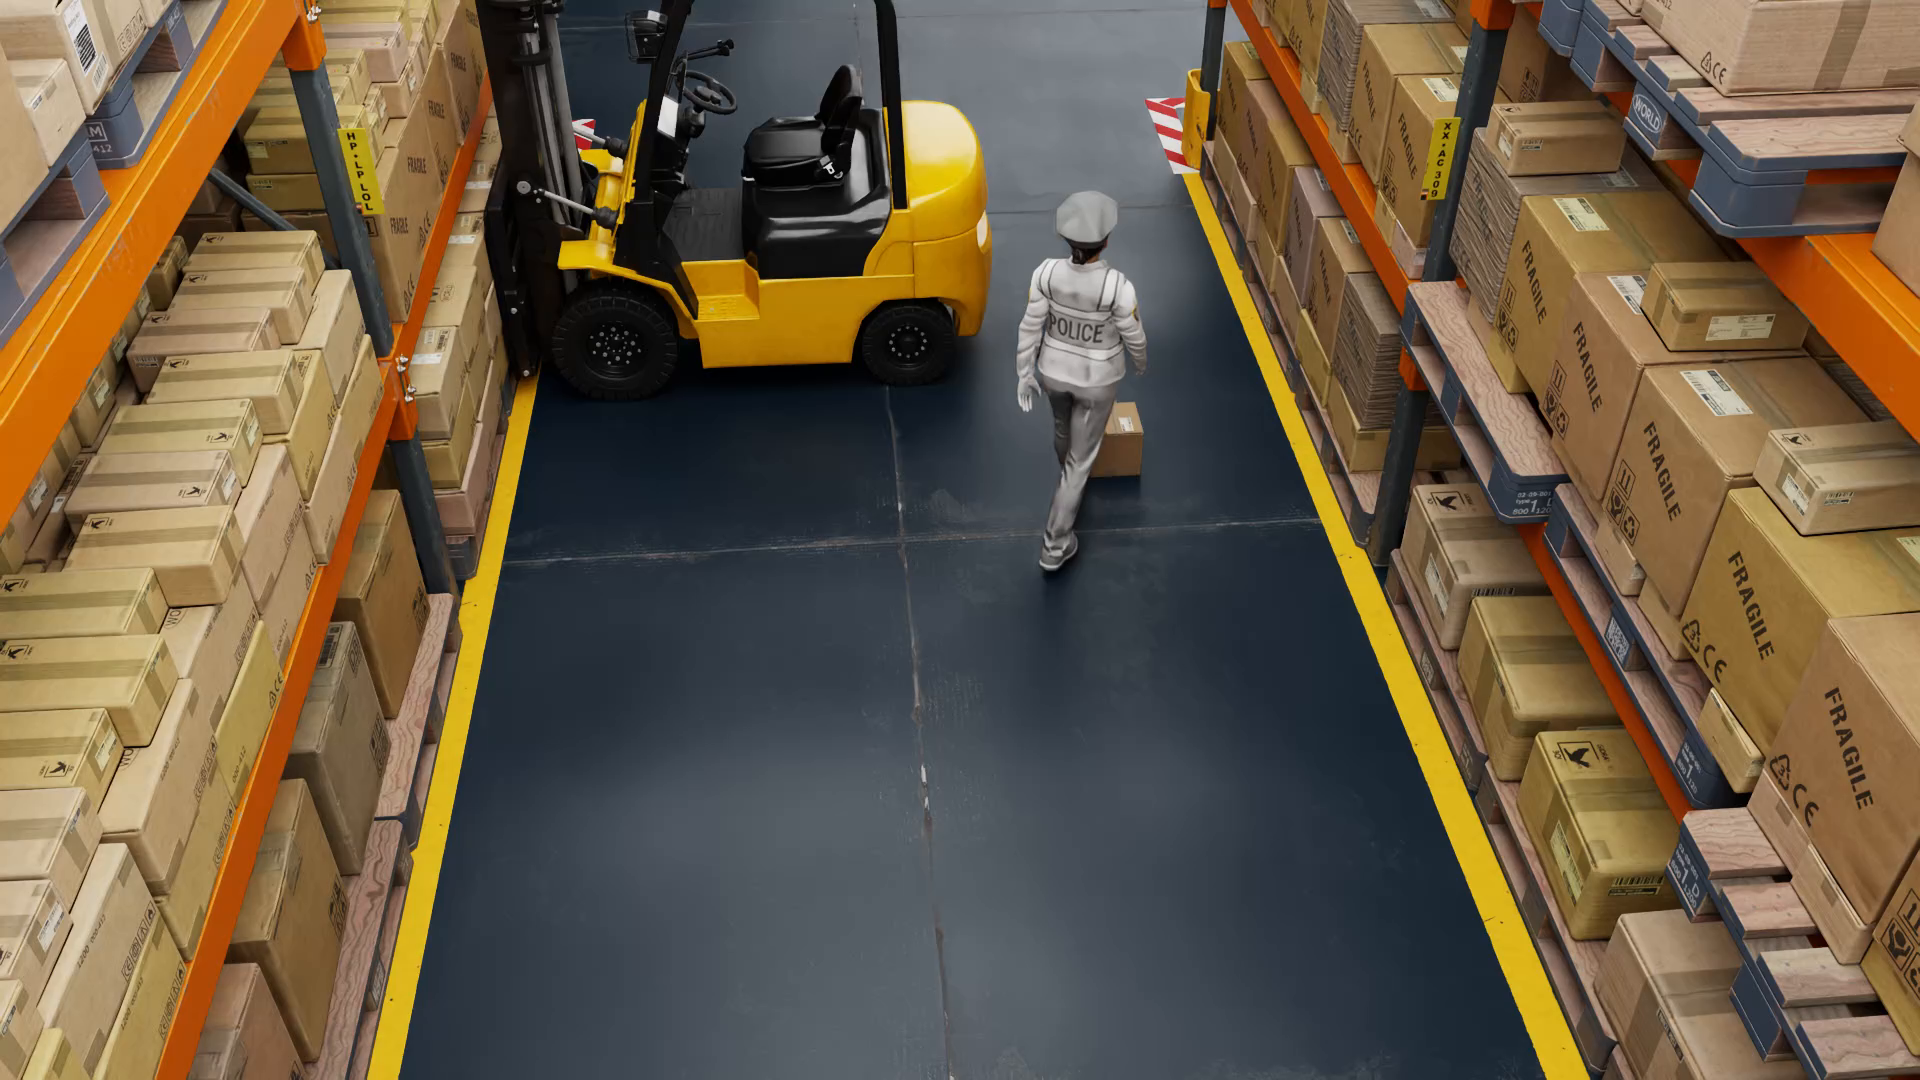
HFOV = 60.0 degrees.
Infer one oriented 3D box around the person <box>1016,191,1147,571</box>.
[{"bbox_3d":[0.540,-0.745,7.043,0.516,1.639,0.916,19,43,22],"label":"person"}]
